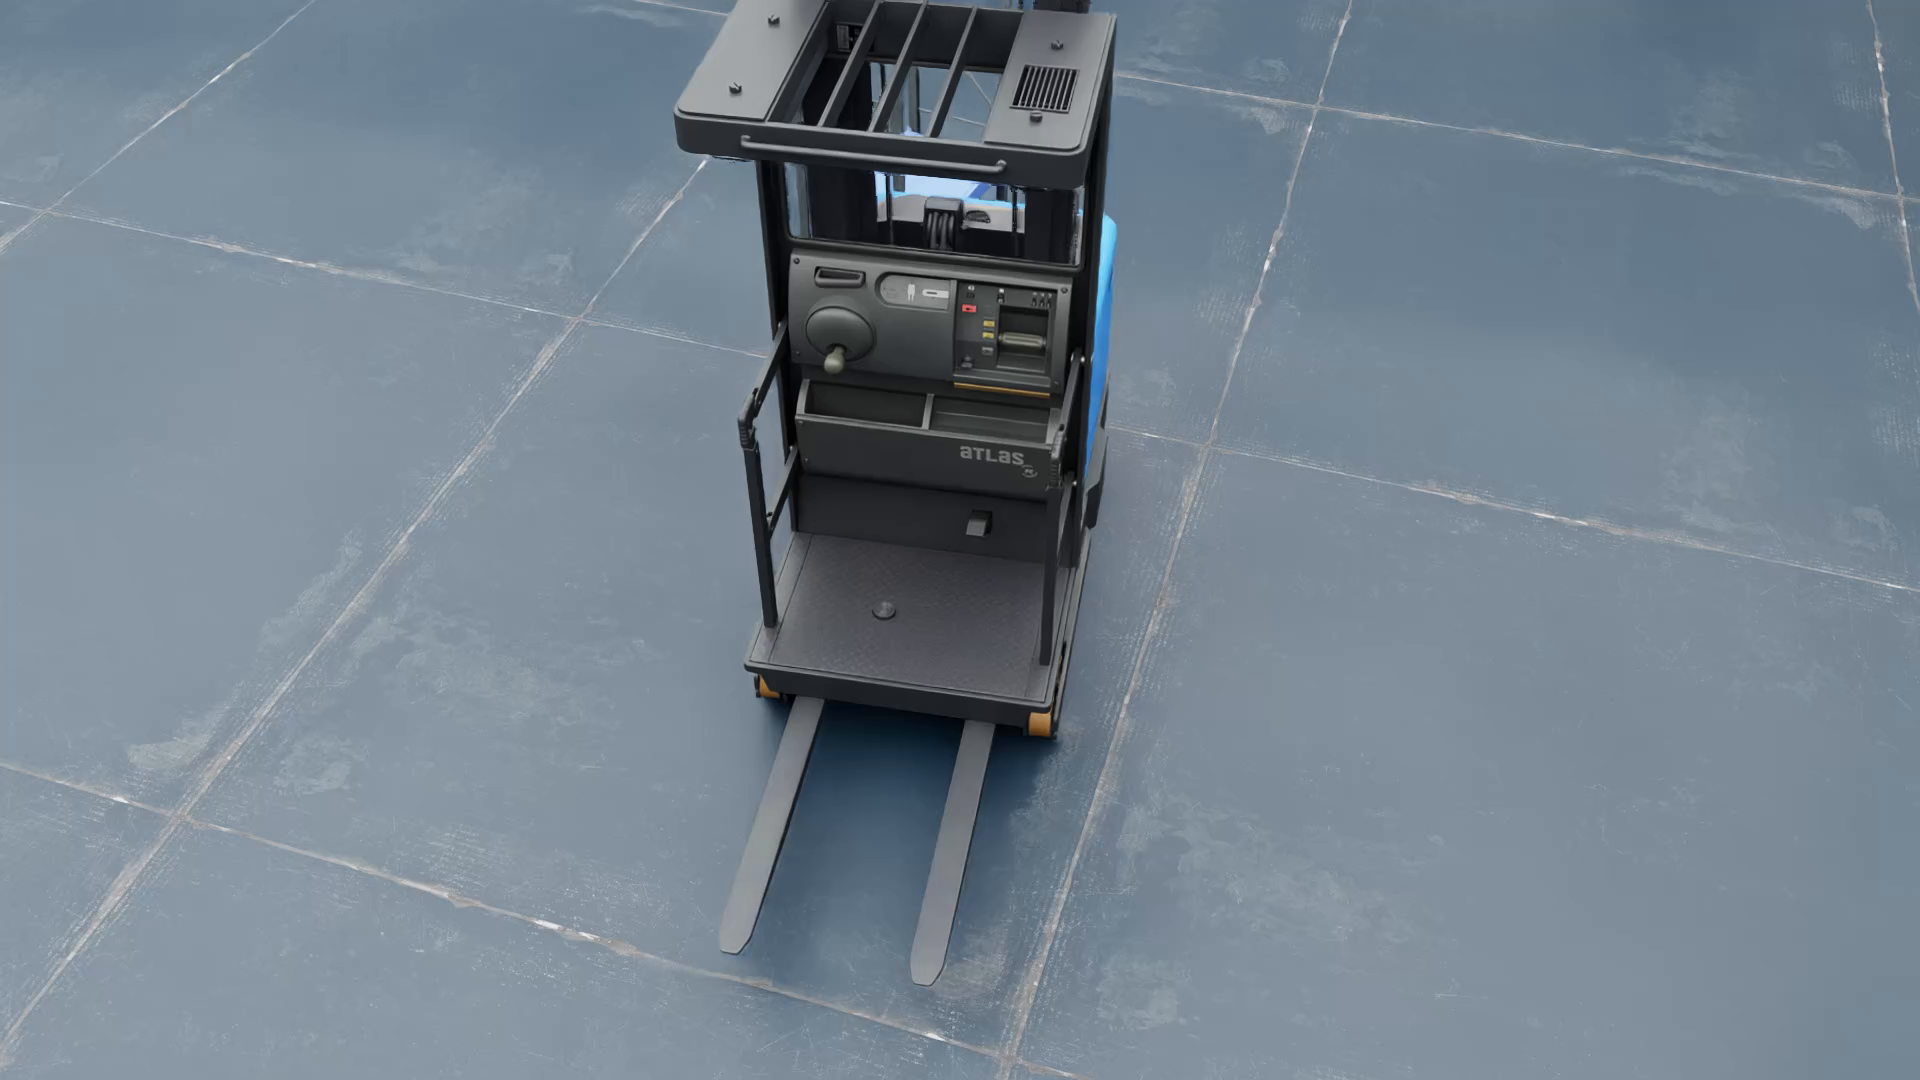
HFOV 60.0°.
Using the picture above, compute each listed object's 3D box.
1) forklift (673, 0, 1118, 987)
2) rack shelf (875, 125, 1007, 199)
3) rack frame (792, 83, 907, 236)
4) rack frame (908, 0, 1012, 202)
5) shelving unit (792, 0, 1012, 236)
[{"bbox_3d":[-0.140,-0.617,5.285,1.130,2.935,3.031,7,45,7],"label":"forklift"},{"bbox_3d":[-0.227,-1.487,7.454,0.538,0.185,1.000,19,47,18],"label":"rack shelf"},{"bbox_3d":[-0.448,-1.295,7.001,0.500,1.500,0.032,19,47,18],"label":"rack frame"},{"bbox_3d":[-0.006,-1.936,7.656,0.500,1.500,0.032,19,47,18],"label":"rack frame"},{"bbox_3d":[-0.227,-1.615,7.328,0.538,1.500,1.048,19,47,18],"label":"shelving unit"}]
